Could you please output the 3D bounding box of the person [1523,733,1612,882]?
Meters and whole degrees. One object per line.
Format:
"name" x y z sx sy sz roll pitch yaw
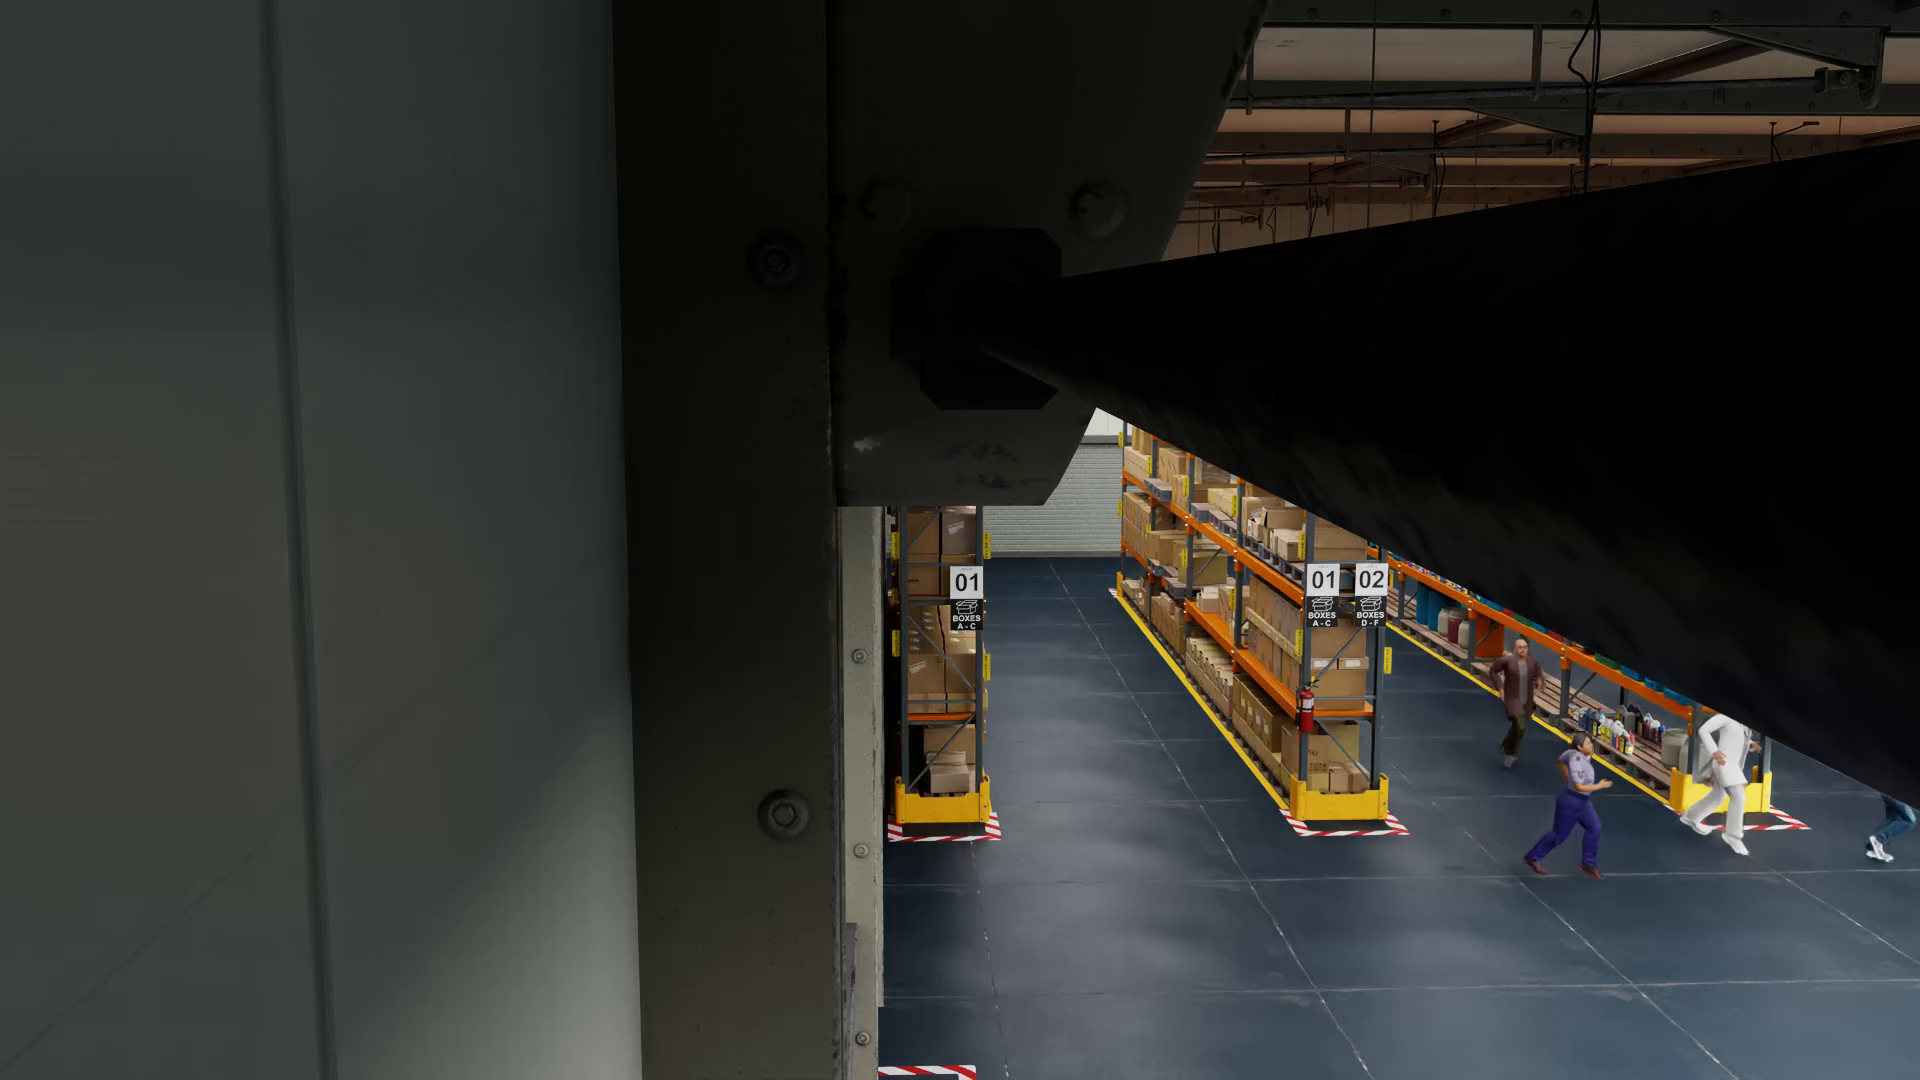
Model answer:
"person" 6.749 2.952 18.431 0.882 1.697 0.611 4 9 26

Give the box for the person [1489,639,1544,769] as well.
"person" 7.711 2.262 22.919 0.670 1.821 0.787 -1 8 -9

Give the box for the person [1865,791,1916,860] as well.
"person" 10.705 2.901 18.978 0.564 1.566 0.519 5 9 32

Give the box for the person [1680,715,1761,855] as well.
"person" 9.104 2.716 19.724 0.719 1.816 0.878 -7 11 -41
